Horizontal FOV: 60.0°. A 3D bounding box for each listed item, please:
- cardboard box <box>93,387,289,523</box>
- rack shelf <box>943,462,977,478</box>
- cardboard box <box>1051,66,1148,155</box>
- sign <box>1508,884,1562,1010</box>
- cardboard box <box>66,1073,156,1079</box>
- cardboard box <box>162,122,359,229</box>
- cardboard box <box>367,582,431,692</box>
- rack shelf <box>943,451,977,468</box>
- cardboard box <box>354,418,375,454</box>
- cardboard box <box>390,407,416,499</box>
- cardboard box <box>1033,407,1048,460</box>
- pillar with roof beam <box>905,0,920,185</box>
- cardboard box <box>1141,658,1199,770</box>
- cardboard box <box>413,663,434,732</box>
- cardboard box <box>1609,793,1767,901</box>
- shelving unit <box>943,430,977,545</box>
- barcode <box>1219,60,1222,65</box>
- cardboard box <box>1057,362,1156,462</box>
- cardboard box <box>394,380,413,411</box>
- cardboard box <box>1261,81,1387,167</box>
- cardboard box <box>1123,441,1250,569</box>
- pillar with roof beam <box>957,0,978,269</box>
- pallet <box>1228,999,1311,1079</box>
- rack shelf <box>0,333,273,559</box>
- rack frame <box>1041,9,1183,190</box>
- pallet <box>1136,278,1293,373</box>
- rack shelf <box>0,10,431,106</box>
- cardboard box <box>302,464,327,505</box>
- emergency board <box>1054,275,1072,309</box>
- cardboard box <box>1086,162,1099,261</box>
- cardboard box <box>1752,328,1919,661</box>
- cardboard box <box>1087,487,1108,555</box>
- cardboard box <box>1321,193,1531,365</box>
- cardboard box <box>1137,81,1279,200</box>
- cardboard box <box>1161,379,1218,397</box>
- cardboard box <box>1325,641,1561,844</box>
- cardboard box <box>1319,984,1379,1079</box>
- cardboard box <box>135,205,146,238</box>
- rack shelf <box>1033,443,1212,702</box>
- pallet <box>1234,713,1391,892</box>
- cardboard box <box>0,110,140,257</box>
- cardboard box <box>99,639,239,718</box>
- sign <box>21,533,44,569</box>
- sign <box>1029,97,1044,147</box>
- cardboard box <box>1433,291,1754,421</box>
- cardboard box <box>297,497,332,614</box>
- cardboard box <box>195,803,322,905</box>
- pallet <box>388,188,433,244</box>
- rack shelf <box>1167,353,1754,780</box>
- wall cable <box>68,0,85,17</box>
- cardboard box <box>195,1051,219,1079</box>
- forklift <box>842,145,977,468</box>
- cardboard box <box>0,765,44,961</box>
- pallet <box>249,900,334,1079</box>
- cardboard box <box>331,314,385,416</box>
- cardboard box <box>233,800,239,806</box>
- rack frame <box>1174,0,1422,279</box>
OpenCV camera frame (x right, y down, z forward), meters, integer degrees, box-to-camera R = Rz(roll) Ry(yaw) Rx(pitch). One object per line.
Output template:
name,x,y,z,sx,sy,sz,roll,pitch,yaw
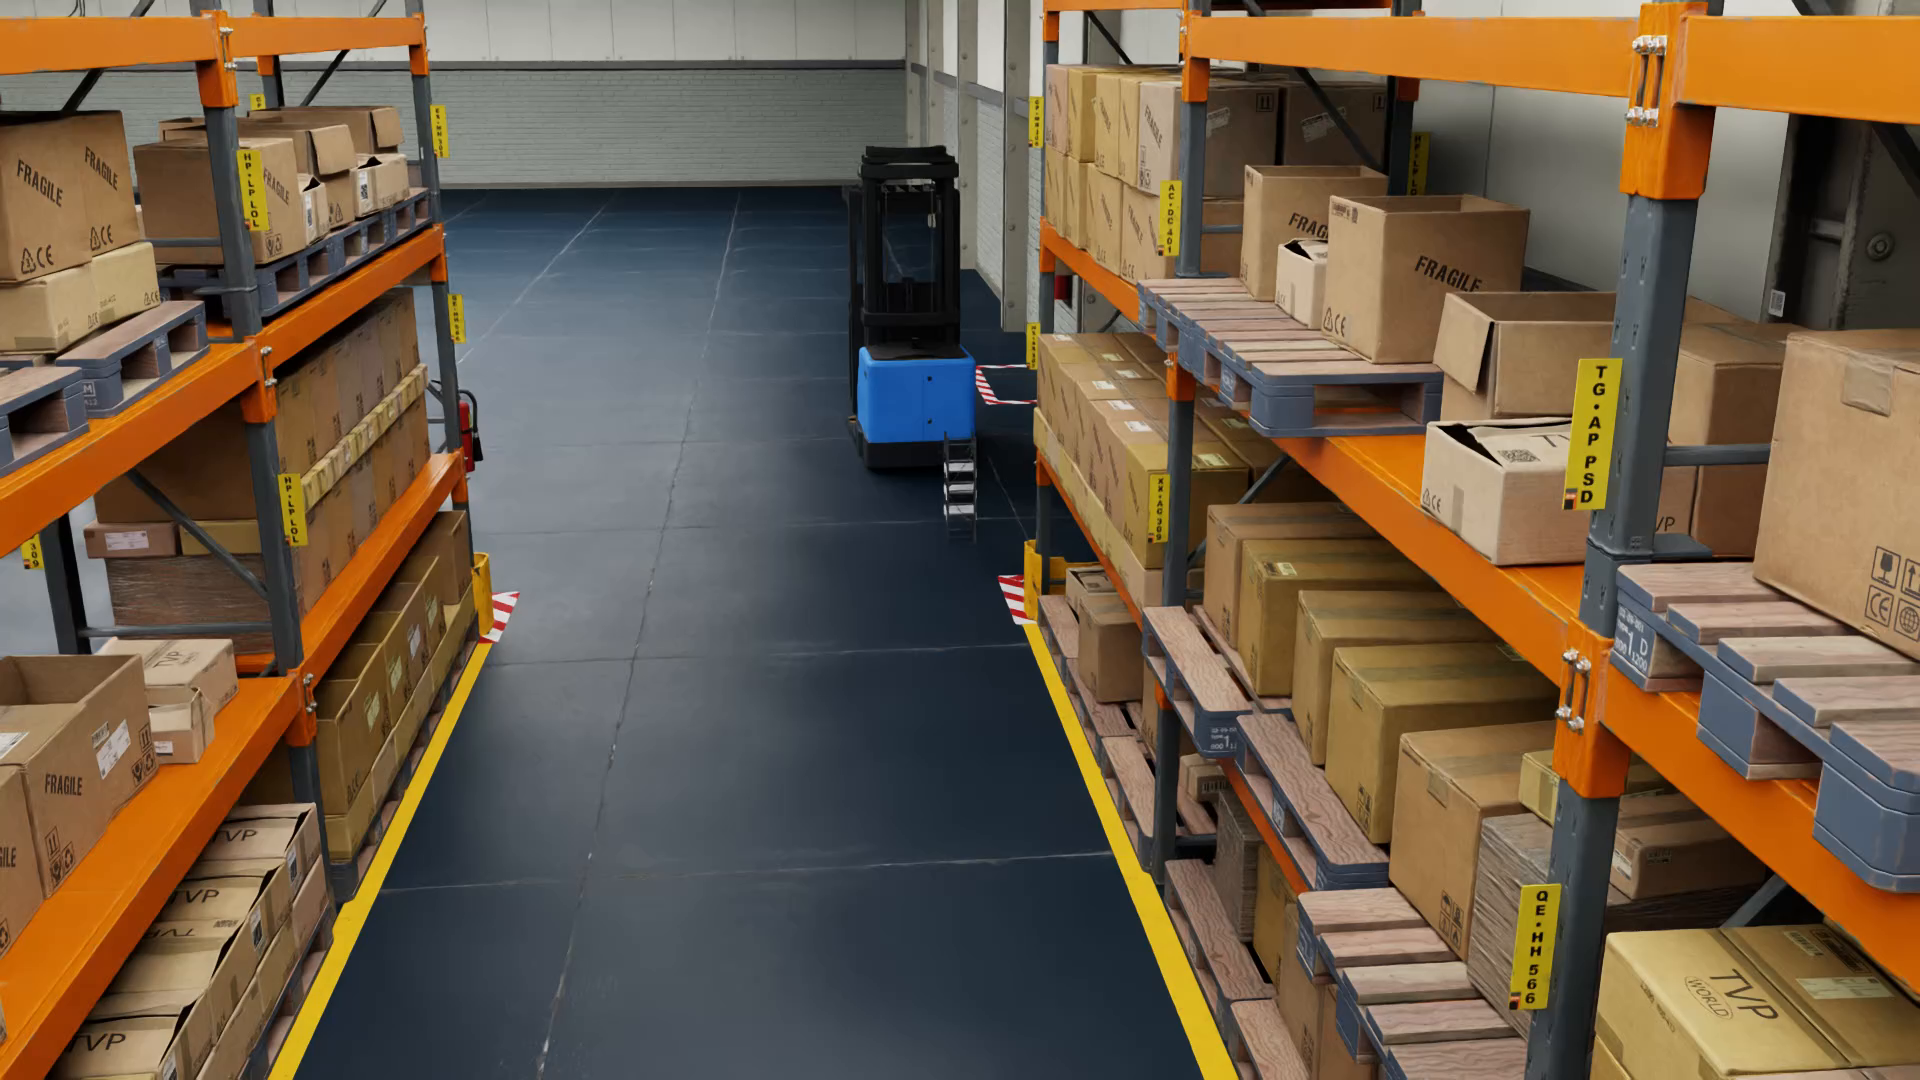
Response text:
cardboard box,-3.517,-0.396,7.597,0.700,0.500,0.500,-2,18,-5
rack shelf,0.001,-0.567,13.491,0.258,0.077,0.200,-2,18,-6
cardboard box,0.849,-2.635,10.185,0.500,0.500,0.500,-2,18,-6
sign,1.336,0.946,3.857,0.100,0.325,0.005,-2,18,-6
cardboard box,-2.927,1.965,5.362,0.500,0.311,0.500,-2,18,-7
cardboard box,-3.509,-1.839,8.412,0.797,0.503,0.637,0,17,0
cardboard box,-3.358,0.562,9.516,0.500,0.500,0.500,-2,18,-6
rack shelf,0.001,-0.653,13.464,0.258,0.077,0.200,-2,18,-6
cardboard box,-3.486,-0.576,9.254,0.380,0.149,0.250,-2,18,-6
cardboard box,-3.783,-0.541,10.224,0.700,0.500,0.500,-1,17,-4
cardboard box,0.784,-0.726,11.198,0.500,0.250,0.500,-2,18,-7
pillar with roof beam,-5.394,-12.428,38.241,9.100,9.000,0.400,-2,18,-6
cardboard box,1.315,0.924,9.166,0.500,0.500,0.500,-3,18,-10
cardboard box,-3.362,0.920,9.628,0.500,0.250,0.500,-2,18,-6
cardboard box,1.809,0.772,4.227,0.380,0.149,0.250,-4,18,-13
shelving unit,0.001,-0.427,13.535,0.258,0.900,0.210,-2,18,-6
barcode,1.620,-2.989,10.344,0.001,0.075,0.075,-2,18,-6
cardboard box,0.888,-0.785,10.136,0.500,0.500,0.500,-2,18,-7
cardboard box,-3.594,-0.884,10.235,0.380,0.149,0.250,-2,18,-6
cardboard box,1.696,-1.871,7.753,0.500,0.500,0.500,-1,17,-4
cardboard box,1.106,-0.178,8.202,0.500,0.500,0.500,-2,18,-6
pillar with roof beam,-4.156,-8.853,26.853,9.100,9.000,0.400,-2,18,-6
pallet,1.673,2.176,6.395,1.003,0.211,1.213,-2,18,-6
rack shelf,-3.259,-0.089,5.146,1.077,0.370,4.000,-2,18,-6
rack frame,1.050,-3.805,10.774,1.000,3.000,0.127,-2,18,-6
pallet,1.420,-0.905,6.859,1.213,0.211,1.003,-2,18,-6
rack shelf,-3.671,-2.521,8.553,1.077,0.370,4.000,-2,18,-6
cardboard box,-3.383,-0.270,8.279,0.380,0.149,0.250,-2,18,-6
emergency board,1.146,-3.286,19.136,0.194,1.169,0.643,-2,18,-6
cardboard box,0.989,-1.849,9.351,0.500,0.500,0.500,-1,17,-2
cardboard box,1.981,-0.108,3.105,0.700,0.500,0.500,-3,18,-10
cardboard box,1.001,-0.119,9.265,0.500,0.250,0.500,-2,18,-6
cardboard box,1.566,-0.898,5.652,0.500,0.500,0.500,-2,18,-8
cardboard box,1.141,-1.857,7.708,0.500,0.500,0.500,-3,18,-10
cardboard box,1.461,-0.651,9.707,0.500,0.500,0.500,-2,17,-5
cardboard box,1.666,0.673,5.625,0.700,0.500,0.500,-2,18,-6
cardboard box,1.732,1.906,6.036,0.700,0.500,0.500,-2,18,-6
cardboard box,-3.861,-1.526,8.008,0.380,0.149,0.250,-2,18,-6
rack shelf,1.256,-0.004,9.882,1.077,0.370,4.000,-2,18,-6
pallet,1.630,0.944,5.984,1.003,0.211,1.213,-2,18,-6
cardboard box,-3.440,-1.330,6.194,0.500,0.500,0.500,-2,17,-5
cardboard box,-3.371,0.620,6.945,0.500,0.250,0.500,-1,17,-2
sign,-4.017,-0.030,7.188,0.100,0.325,0.005,-2,18,-6
sign,0.510,-2.774,11.039,0.100,0.325,0.005,-2,18,-6
cardboard box,1.833,-0.438,4.852,0.797,0.503,0.637,1,17,2
cardboard box,-3.578,0.066,8.291,0.700,0.500,0.500,-2,18,-6
cardboard box,-3.138,1.359,7.294,0.500,0.311,0.500,-2,18,-6
pallet,-3.830,-1.966,10.072,1.003,0.211,1.213,-2,18,-6
rack shelf,1.668,-0.243,5.637,1.077,0.370,4.000,-2,18,-6
wall cable,-21.988,-14.418,38.901,2.305,6.003,0.169,-2,18,-6
cardboard box,-2.979,2.084,5.921,0.500,0.250,0.500,-1,17,-5
forklift,-0.582,-2.472,16.657,1.130,2.935,3.031,-3,18,-9
cardboard box,-3.242,1.048,5.165,0.500,0.500,0.500,-3,18,-9
pallet,-3.350,1.952,7.108,1.003,0.211,1.213,-2,18,-6
cardboard box,-3.724,-0.993,9.501,0.700,0.500,0.500,-2,18,-5
cardboard box,-3.730,1.383,8.153,0.500,0.250,0.500,-2,18,-6
rack frame,1.462,-2.613,6.978,1.000,3.000,0.127,-2,18,-6
